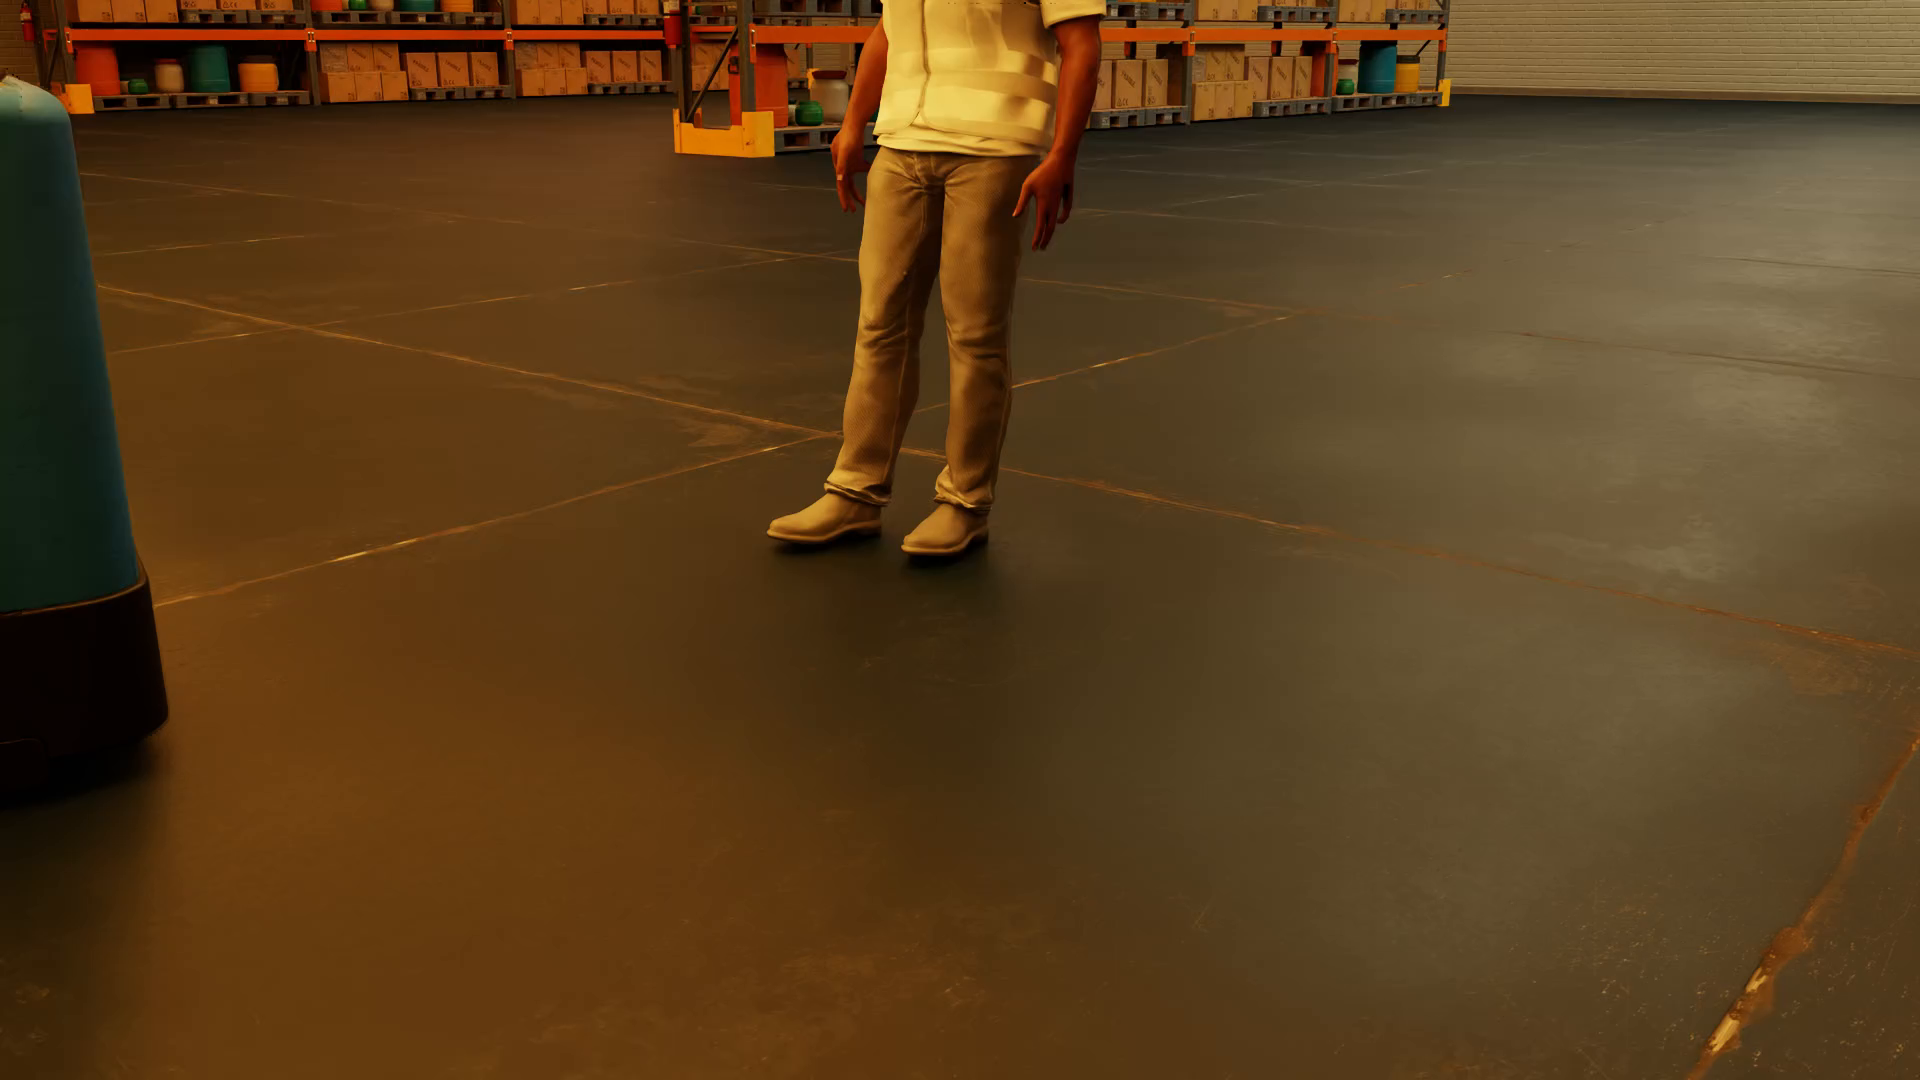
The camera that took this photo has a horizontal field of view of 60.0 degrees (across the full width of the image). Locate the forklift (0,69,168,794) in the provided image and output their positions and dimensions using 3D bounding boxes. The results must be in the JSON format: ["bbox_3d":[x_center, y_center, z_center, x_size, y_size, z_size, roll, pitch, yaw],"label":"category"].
[{"bbox_3d":[-2.824,-0.924,1.939,3.031,2.935,1.130,-10,20,-30],"label":"forklift"}]

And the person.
[{"bbox_3d":[-0.049,-0.837,3.635,0.666,1.768,0.575,13,21,37],"label":"person"}]
